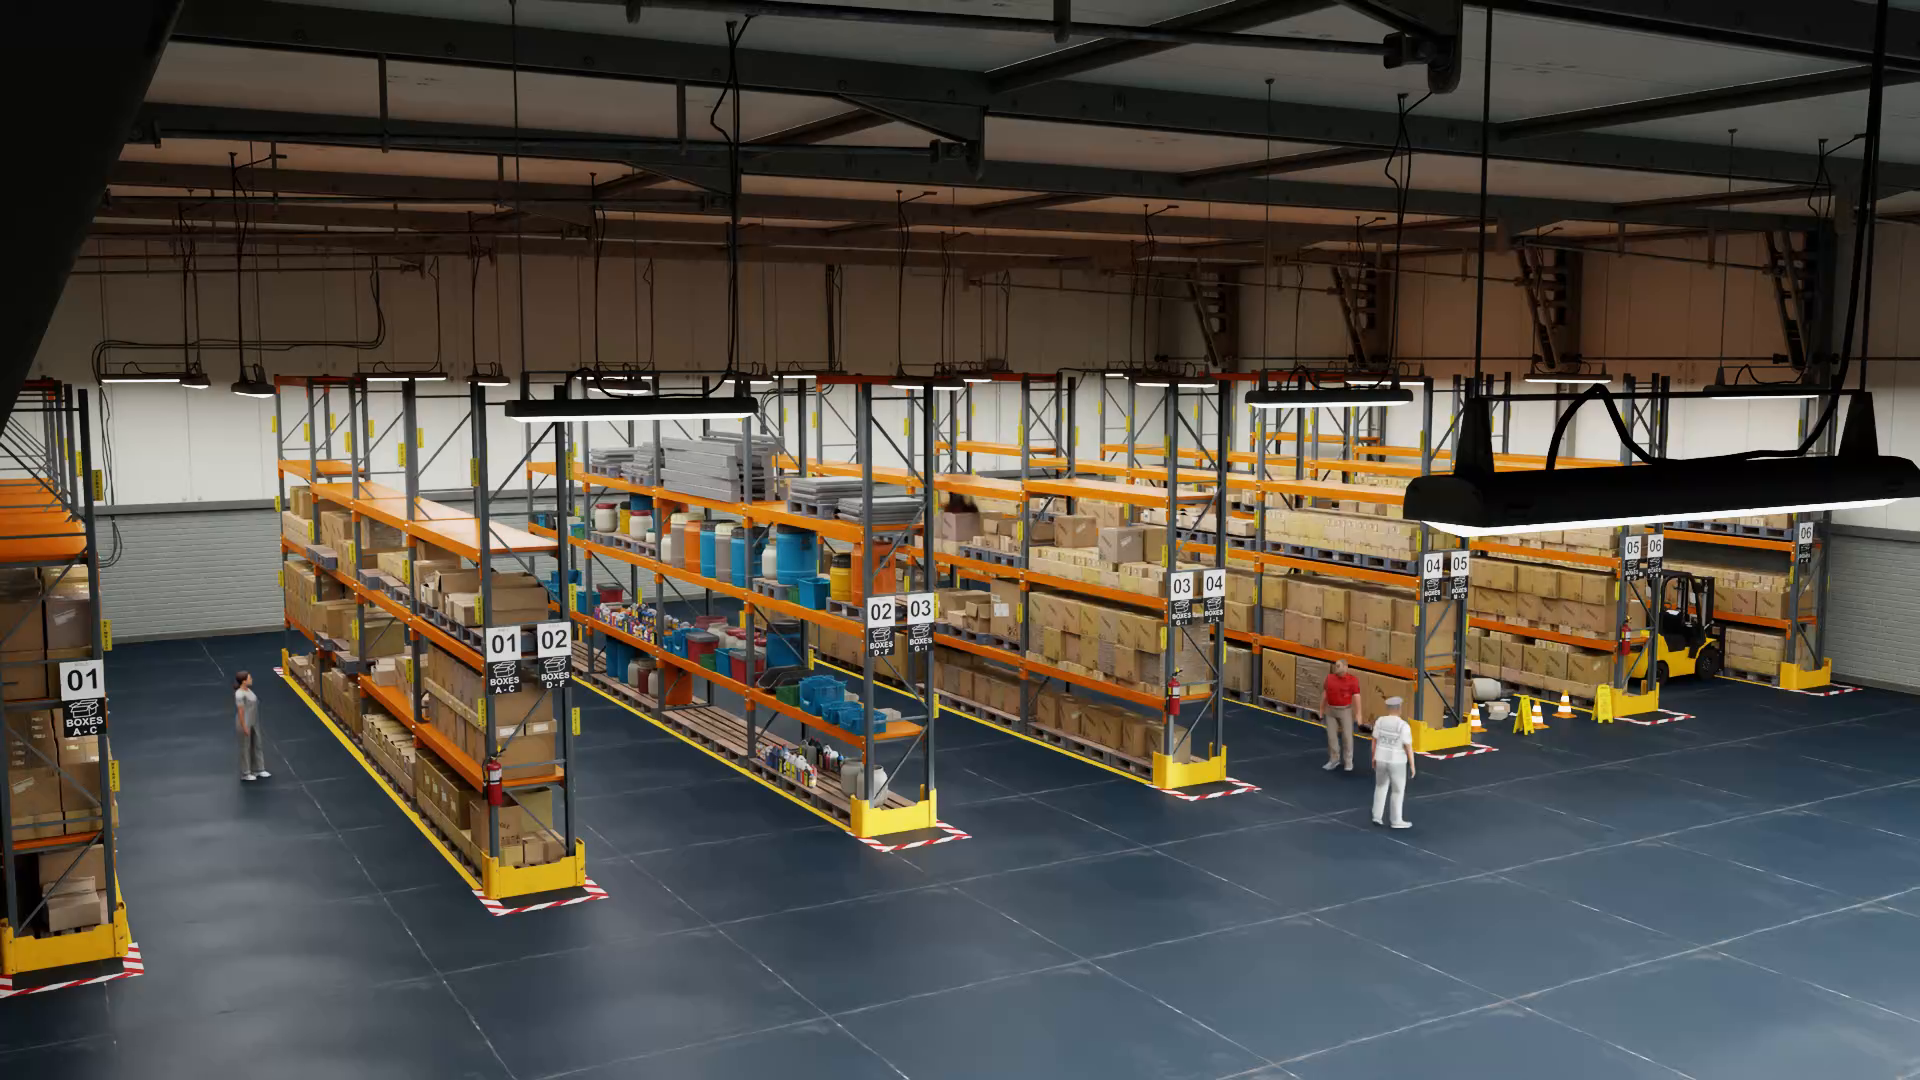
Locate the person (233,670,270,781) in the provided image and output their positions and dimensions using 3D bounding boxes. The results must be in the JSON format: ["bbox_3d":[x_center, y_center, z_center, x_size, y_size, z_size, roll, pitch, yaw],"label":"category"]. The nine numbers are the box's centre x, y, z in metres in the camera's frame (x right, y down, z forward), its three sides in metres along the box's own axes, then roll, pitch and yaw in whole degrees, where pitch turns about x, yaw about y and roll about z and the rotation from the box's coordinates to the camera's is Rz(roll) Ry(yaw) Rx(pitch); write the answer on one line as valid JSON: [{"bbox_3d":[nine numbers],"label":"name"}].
[{"bbox_3d":[-10.675,2.778,24.981,0.362,1.670,0.510,2,6,16],"label":"person"}]

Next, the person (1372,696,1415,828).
[{"bbox_3d":[5.844,3.048,22.475,0.640,1.852,0.401,6,9,44],"label":"person"}]

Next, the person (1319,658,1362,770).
[{"bbox_3d":[5.854,2.688,25.598,0.674,1.768,0.407,3,7,28],"label":"person"}]
